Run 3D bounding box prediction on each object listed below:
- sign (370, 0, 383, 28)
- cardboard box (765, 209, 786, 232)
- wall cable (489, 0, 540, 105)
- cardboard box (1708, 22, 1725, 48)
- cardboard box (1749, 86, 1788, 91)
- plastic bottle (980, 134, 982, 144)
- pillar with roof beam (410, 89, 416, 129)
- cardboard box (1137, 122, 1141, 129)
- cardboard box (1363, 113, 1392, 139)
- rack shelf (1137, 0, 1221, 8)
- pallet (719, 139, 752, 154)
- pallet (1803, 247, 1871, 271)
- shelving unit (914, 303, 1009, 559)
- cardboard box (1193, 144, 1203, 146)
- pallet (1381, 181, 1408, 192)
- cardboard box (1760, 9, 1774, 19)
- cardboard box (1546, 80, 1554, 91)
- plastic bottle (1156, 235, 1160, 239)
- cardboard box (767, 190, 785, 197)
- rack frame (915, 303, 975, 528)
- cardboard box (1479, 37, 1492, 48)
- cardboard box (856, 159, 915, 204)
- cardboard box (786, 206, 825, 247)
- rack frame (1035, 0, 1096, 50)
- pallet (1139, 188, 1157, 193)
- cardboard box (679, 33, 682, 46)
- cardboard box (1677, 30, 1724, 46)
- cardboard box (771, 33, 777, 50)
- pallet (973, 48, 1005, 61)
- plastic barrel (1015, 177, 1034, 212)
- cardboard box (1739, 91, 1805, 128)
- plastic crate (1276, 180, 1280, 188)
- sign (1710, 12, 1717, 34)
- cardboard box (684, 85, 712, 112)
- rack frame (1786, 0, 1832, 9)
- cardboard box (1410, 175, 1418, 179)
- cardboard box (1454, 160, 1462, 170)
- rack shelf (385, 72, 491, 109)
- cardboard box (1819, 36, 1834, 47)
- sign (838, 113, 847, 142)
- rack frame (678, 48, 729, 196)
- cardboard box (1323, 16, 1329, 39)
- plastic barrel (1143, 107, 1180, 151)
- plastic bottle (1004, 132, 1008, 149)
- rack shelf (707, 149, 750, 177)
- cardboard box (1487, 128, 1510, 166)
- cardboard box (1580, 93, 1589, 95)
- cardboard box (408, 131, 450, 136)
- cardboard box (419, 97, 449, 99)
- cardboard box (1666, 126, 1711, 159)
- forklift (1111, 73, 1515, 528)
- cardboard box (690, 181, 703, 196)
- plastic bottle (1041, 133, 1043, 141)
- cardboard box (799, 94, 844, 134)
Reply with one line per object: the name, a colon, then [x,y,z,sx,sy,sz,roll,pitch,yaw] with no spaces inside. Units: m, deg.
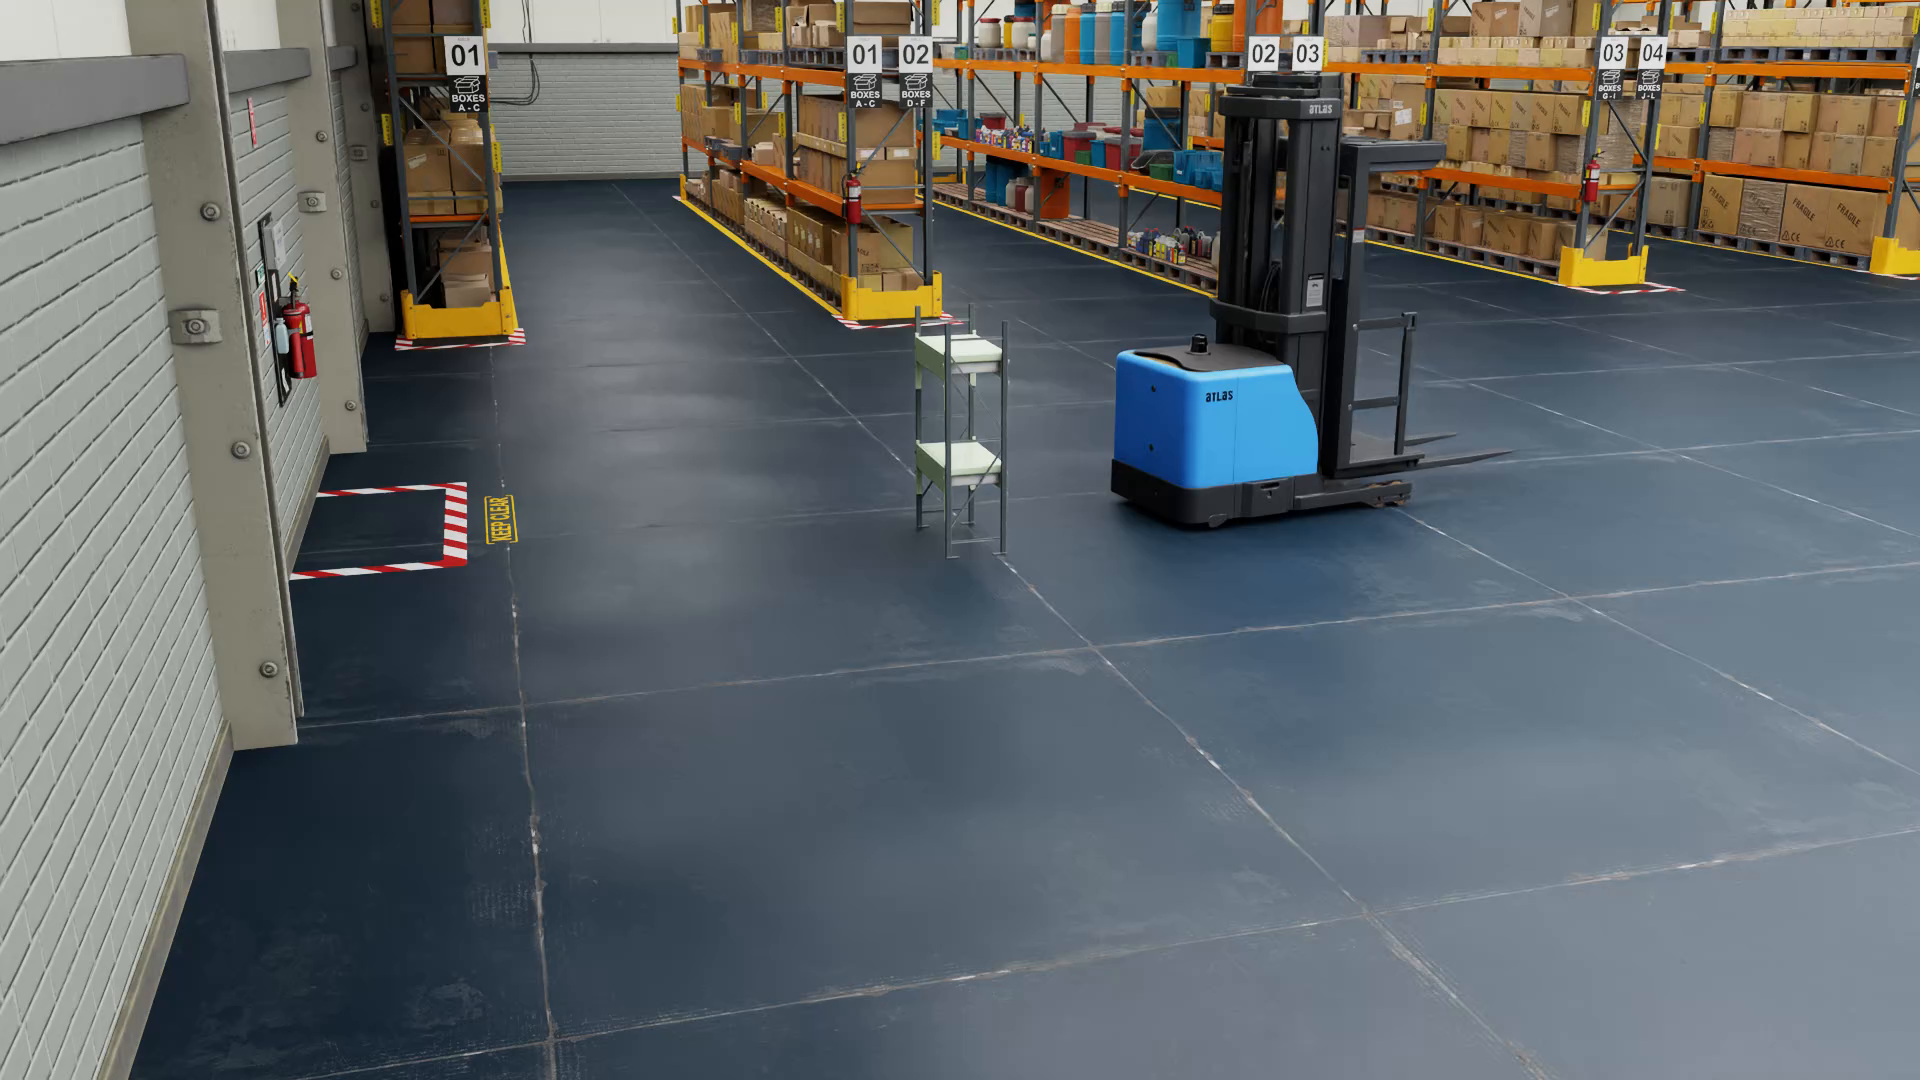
sign: [-6.118,-5.542,17.434,0.100,0.325,0.005,-5,17,-15]
cardboard box: [-2.587,-4.742,24.600,0.500,0.311,0.500,-5,17,-15]
wall cable: [-11.187,-11.124,37.740,3.097,2.526,0.112,-5,17,-15]
cardboard box: [15.275,-10.041,33.047,0.500,0.500,0.500,-5,17,-15]
cardboard box: [15.645,-8.540,32.256,0.500,0.500,0.500,-5,17,-17]
plastic bottle: [0.425,-7.524,31.132,0.097,0.201,0.097,0,17,0]
pillar with roof beam: [-7.411,-12.037,35.383,9.100,9.000,0.400,-5,17,-15]
cardboard box: [4.092,-9.075,36.387,0.380,0.149,0.250,-4,17,-15]
cardboard box: [7.044,-6.723,27.212,0.797,0.503,0.637,-3,17,-10]
rack shelf: [4.861,-11.104,34.221,1.077,0.370,4.000,-5,17,-15]
pallet: [-3.555,-6.771,28.612,1.003,0.211,1.213,-5,17,-15]
pallet: [13.210,-4.138,24.361,1.003,0.211,1.213,-5,17,-15]
shelving unit: [0.002,-0.716,10.730,0.431,1.500,0.755,-5,17,-15]
cardboard box: [5.059,-7.835,34.784,0.875,0.875,0.875,-5,17,-15]
pallet: [9.650,-7.763,36.430,1.003,0.211,1.213,-5,17,-15]
cardboard box: [12.390,-7.974,25.216,0.380,0.149,0.250,-5,17,-16]
cardboard box: [13.847,-10.333,38.224,0.500,0.500,0.500,-5,17,-17]
plastic bottle: [2.826,-4.226,23.786,0.097,0.271,0.097,0,17,0]
cardboard box: [-3.015,-5.631,28.066,0.500,0.500,0.500,-5,18,-17]
rack frame: [-0.099,-0.818,11.067,0.400,1.500,0.023,-5,17,-15]
cardboard box: [7.693,-7.152,23.902,0.380,0.149,0.250,-5,17,-16]
cardboard box: [-0.933,-4.290,19.846,0.700,0.500,0.500,-5,17,-15]
cardboard box: [-2.090,-4.309,22.829,0.500,0.500,0.500,-5,17,-15]
rack frame: [1.748,-9.589,27.232,1.000,3.000,0.127,-5,17,-15]
pallet: [4.606,-7.769,36.450,1.003,0.211,1.213,-5,17,-15]
cardboard box: [-5.323,-9.979,33.138,0.500,0.250,0.500,-5,17,-15]
cardboard box: [12.058,-8.161,27.051,0.500,0.250,0.500,-5,17,-15]
cardboard box: [-2.529,-7.467,24.913,0.500,0.250,0.500,-5,17,-16]
pallet: [0.958,-8.959,30.678,1.213,0.211,1.003,-5,17,-15]
plastic barrel: [1.287,-6.208,29.867,0.600,0.588,0.708,-5,17,-15]
cardboard box: [12.737,-6.706,25.926,0.875,0.550,0.550,-5,17,-15]
plastic crate: [4.010,-4.649,21.674,0.298,0.136,0.250,-5,17,-15]
sign: [11.887,-8.154,26.224,0.100,0.325,0.005,-5,17,-15]
cardboard box: [-5.195,-8.777,33.045,0.500,0.500,0.500,-5,17,-15]
rack frame: [16.038,-10.764,31.143,1.000,3.000,0.127,-5,17,-15]
cardboard box: [9.729,-7.692,35.053,0.380,0.149,0.250,-6,18,-18]
cardboard box: [7.609,-5.592,24.790,0.380,0.149,0.250,-5,17,-15]
rack shelf: [-6.129,-5.365,19.634,1.077,0.370,4.000,-5,17,-15]
cardboard box: [12.739,-7.240,24.161,0.380,0.149,0.250,-5,17,-15]
sign: [-1.343,-4.741,19.097,0.100,0.325,0.005,-5,17,-15]
rack frame: [-5.214,-8.538,34.161,1.000,3.000,0.127,-5,17,-15]
cardboard box: [6.392,-8.681,28.380,0.500,0.500,0.500,-5,17,-15]
plastic barrel: [3.032,-5.980,24.775,0.600,0.901,0.708,-5,17,-15]
plastic bottle: [0.825,-7.142,29.717,0.061,0.283,0.133,-5,17,-15]
rack shelf: [-3.565,-6.534,28.740,1.077,0.370,4.000,-5,17,-15]
cardboard box: [8.109,-5.649,23.852,0.875,0.500,0.500,-5,17,-15]
cardboard box: [8.689,-5.876,22.871,0.500,0.500,0.500,-5,17,-15]
cardboard box: [-6.612,-4.833,20.749,0.500,0.500,0.500,-5,17,-16]
cardboard box: [-9.001,-7.450,28.510,0.500,0.250,0.500,-4,17,-14]
cardboard box: [12.006,-6.536,27.323,0.500,0.500,0.500,-5,17,-16]
forklift: [2.634,-1.756,11.705,3.031,2.935,1.130,-8,18,-25]
cardboard box: [-5.063,-6.982,32.997,0.500,0.250,0.500,-5,17,-15]
plastic bottle: [1.409,-7.216,29.846,0.144,0.351,0.185,-5,17,-15]
cardboard box: [-1.789,-5.765,22.503,0.700,0.500,0.500,-5,17,-15]
